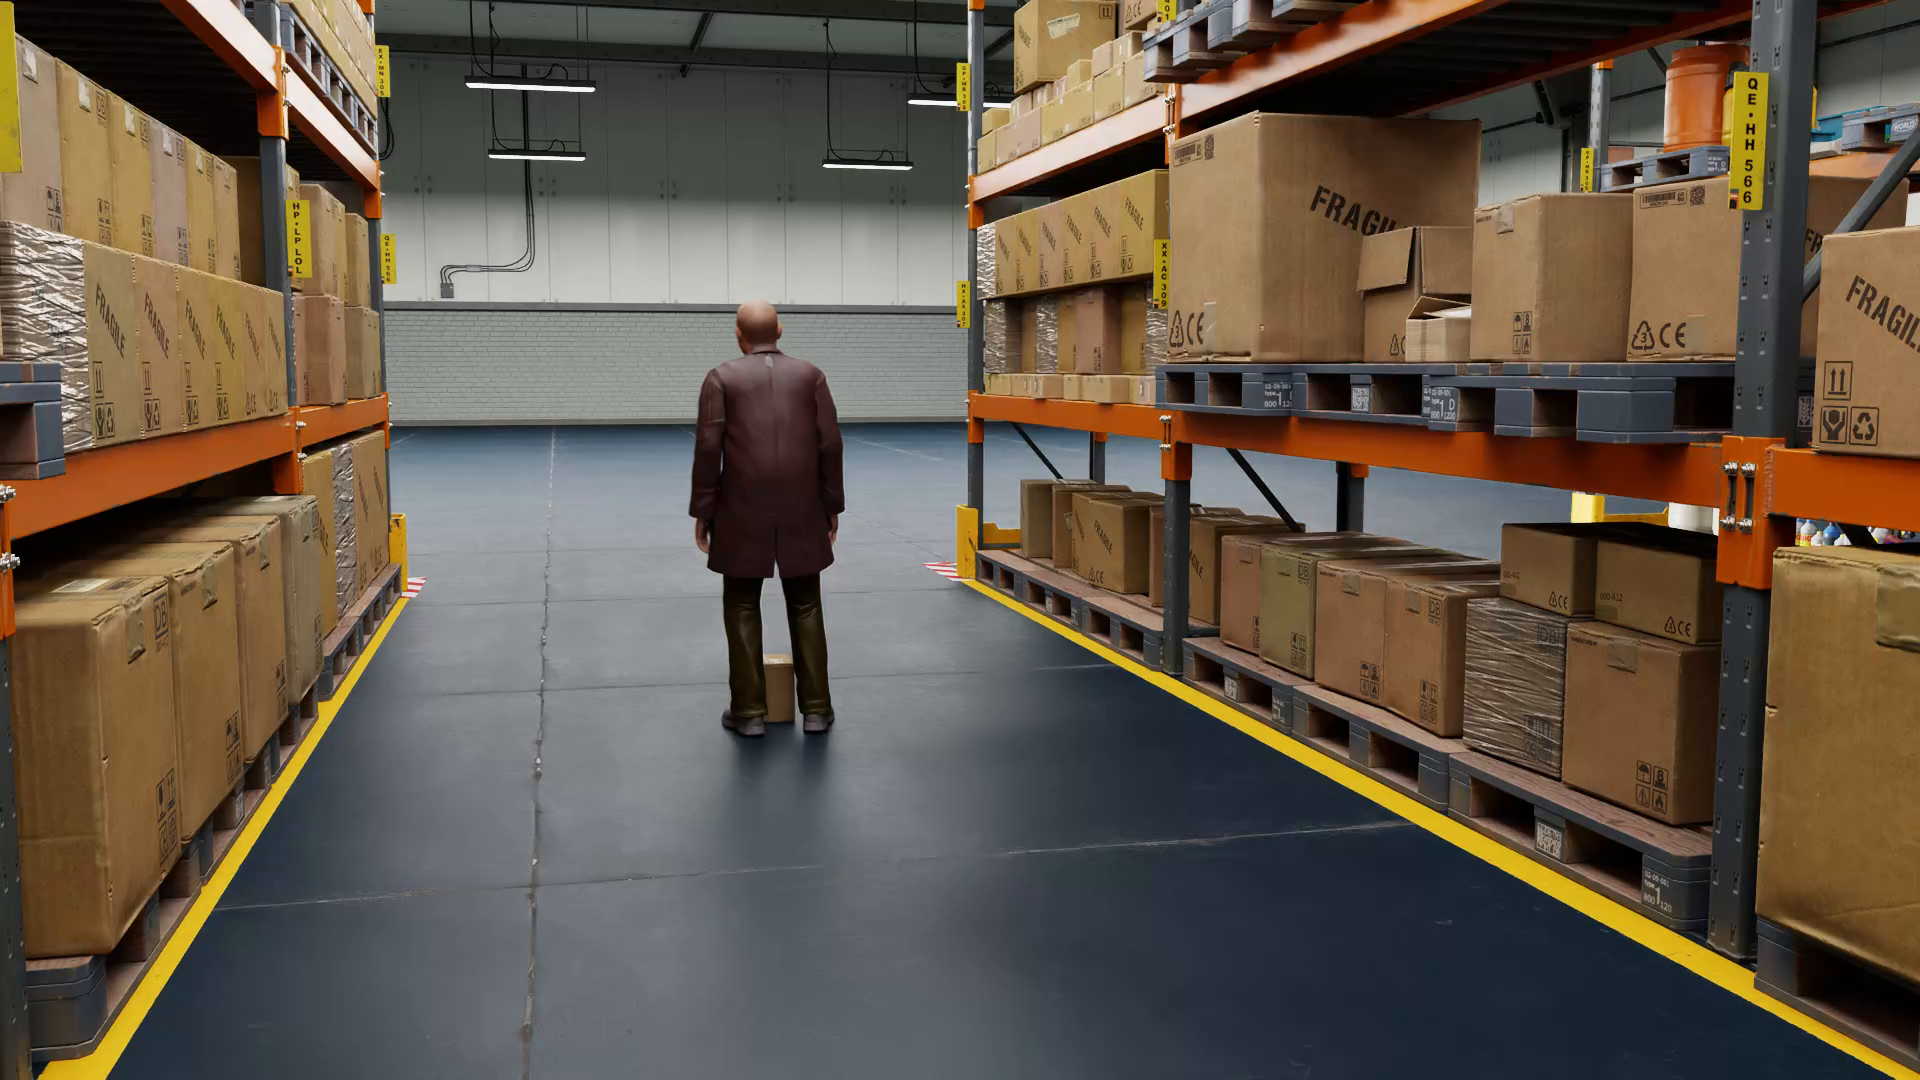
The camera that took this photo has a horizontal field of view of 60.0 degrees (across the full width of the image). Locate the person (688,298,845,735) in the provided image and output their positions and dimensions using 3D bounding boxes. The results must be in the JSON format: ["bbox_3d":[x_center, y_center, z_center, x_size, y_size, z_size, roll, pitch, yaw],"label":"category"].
[{"bbox_3d":[-0.789,-0.097,6.815,0.646,1.772,0.429,-2,6,-17],"label":"person"}]
